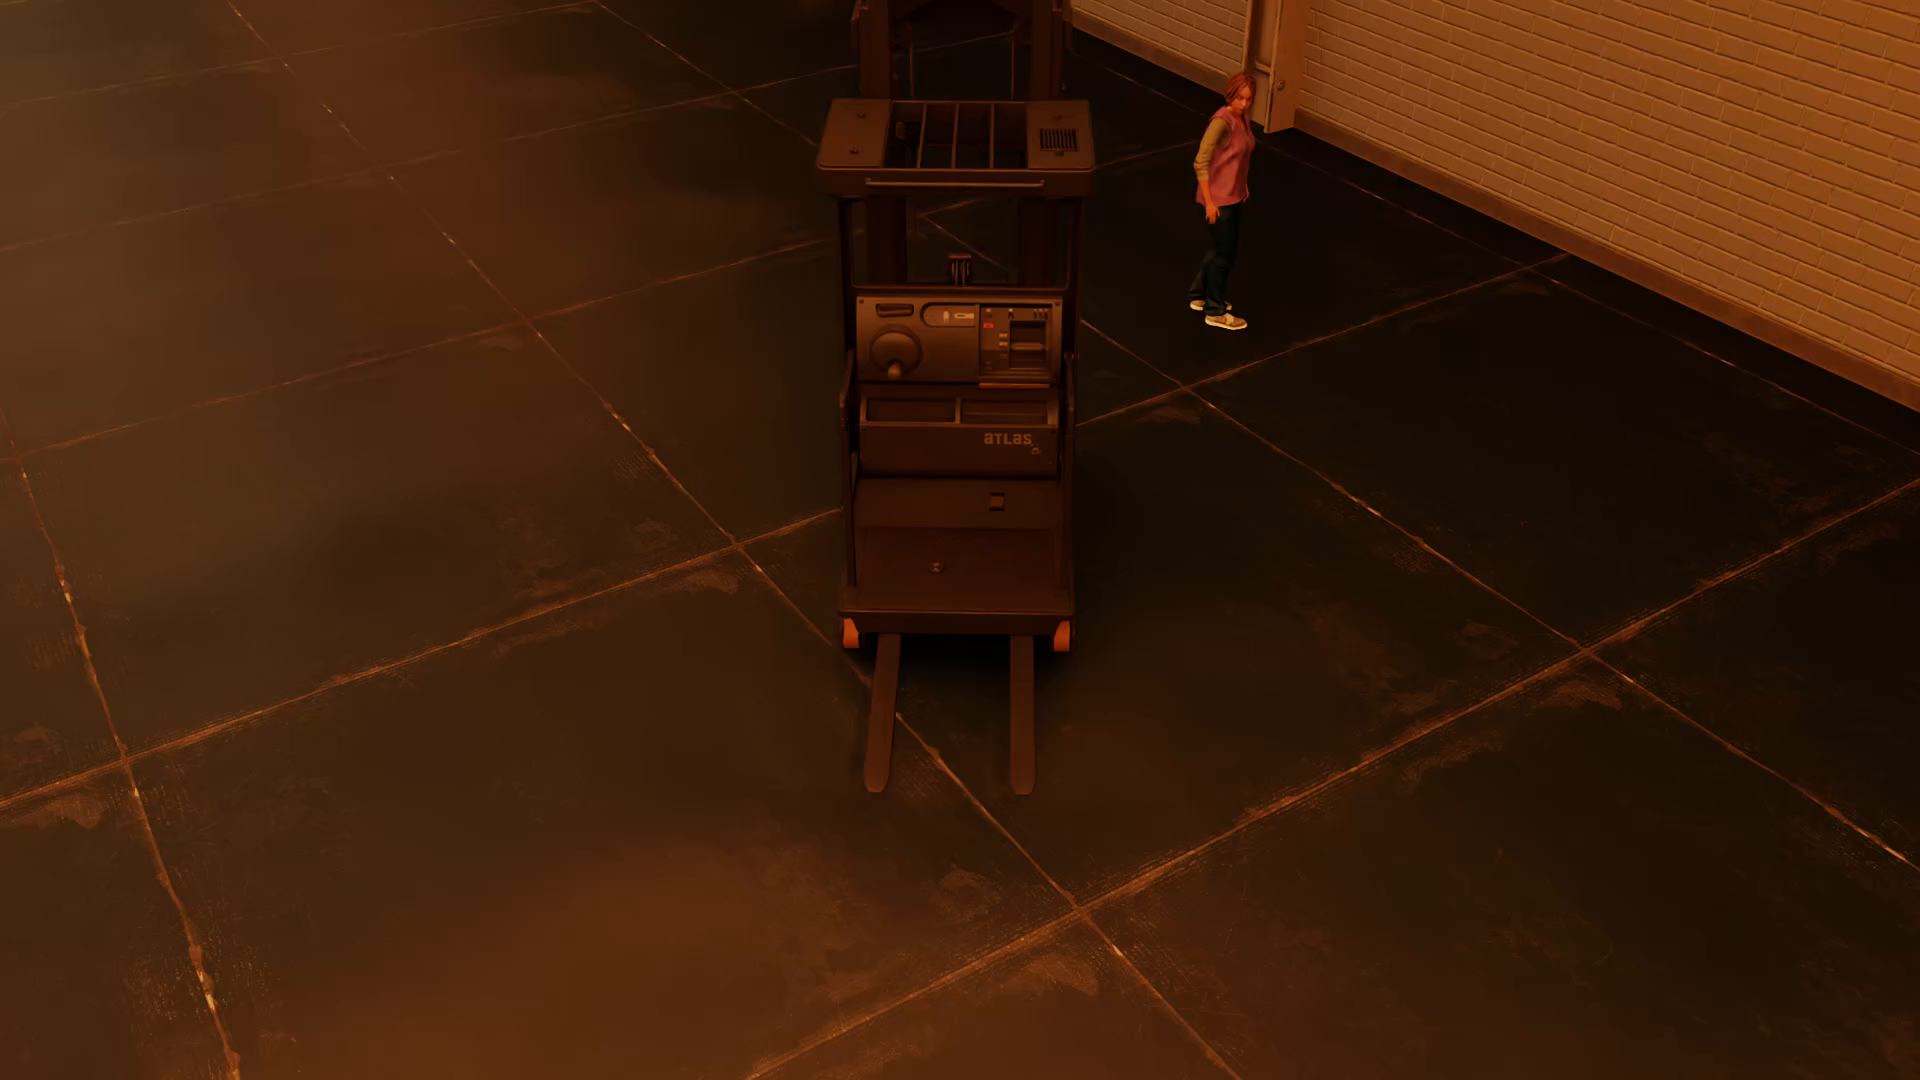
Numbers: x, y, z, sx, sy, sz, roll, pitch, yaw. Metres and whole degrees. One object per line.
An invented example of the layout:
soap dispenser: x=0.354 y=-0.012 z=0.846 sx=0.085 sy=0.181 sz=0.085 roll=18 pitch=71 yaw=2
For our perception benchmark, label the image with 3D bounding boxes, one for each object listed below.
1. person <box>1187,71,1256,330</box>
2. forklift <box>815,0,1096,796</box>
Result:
person: x=1.675 y=-2.104 z=10.316 sx=0.440 sy=1.587 sz=0.607 roll=14 pitch=37 yaw=19
forklift: x=-0.007 y=-0.847 z=7.353 sx=1.130 sy=2.935 sz=3.031 roll=1 pitch=35 yaw=1
